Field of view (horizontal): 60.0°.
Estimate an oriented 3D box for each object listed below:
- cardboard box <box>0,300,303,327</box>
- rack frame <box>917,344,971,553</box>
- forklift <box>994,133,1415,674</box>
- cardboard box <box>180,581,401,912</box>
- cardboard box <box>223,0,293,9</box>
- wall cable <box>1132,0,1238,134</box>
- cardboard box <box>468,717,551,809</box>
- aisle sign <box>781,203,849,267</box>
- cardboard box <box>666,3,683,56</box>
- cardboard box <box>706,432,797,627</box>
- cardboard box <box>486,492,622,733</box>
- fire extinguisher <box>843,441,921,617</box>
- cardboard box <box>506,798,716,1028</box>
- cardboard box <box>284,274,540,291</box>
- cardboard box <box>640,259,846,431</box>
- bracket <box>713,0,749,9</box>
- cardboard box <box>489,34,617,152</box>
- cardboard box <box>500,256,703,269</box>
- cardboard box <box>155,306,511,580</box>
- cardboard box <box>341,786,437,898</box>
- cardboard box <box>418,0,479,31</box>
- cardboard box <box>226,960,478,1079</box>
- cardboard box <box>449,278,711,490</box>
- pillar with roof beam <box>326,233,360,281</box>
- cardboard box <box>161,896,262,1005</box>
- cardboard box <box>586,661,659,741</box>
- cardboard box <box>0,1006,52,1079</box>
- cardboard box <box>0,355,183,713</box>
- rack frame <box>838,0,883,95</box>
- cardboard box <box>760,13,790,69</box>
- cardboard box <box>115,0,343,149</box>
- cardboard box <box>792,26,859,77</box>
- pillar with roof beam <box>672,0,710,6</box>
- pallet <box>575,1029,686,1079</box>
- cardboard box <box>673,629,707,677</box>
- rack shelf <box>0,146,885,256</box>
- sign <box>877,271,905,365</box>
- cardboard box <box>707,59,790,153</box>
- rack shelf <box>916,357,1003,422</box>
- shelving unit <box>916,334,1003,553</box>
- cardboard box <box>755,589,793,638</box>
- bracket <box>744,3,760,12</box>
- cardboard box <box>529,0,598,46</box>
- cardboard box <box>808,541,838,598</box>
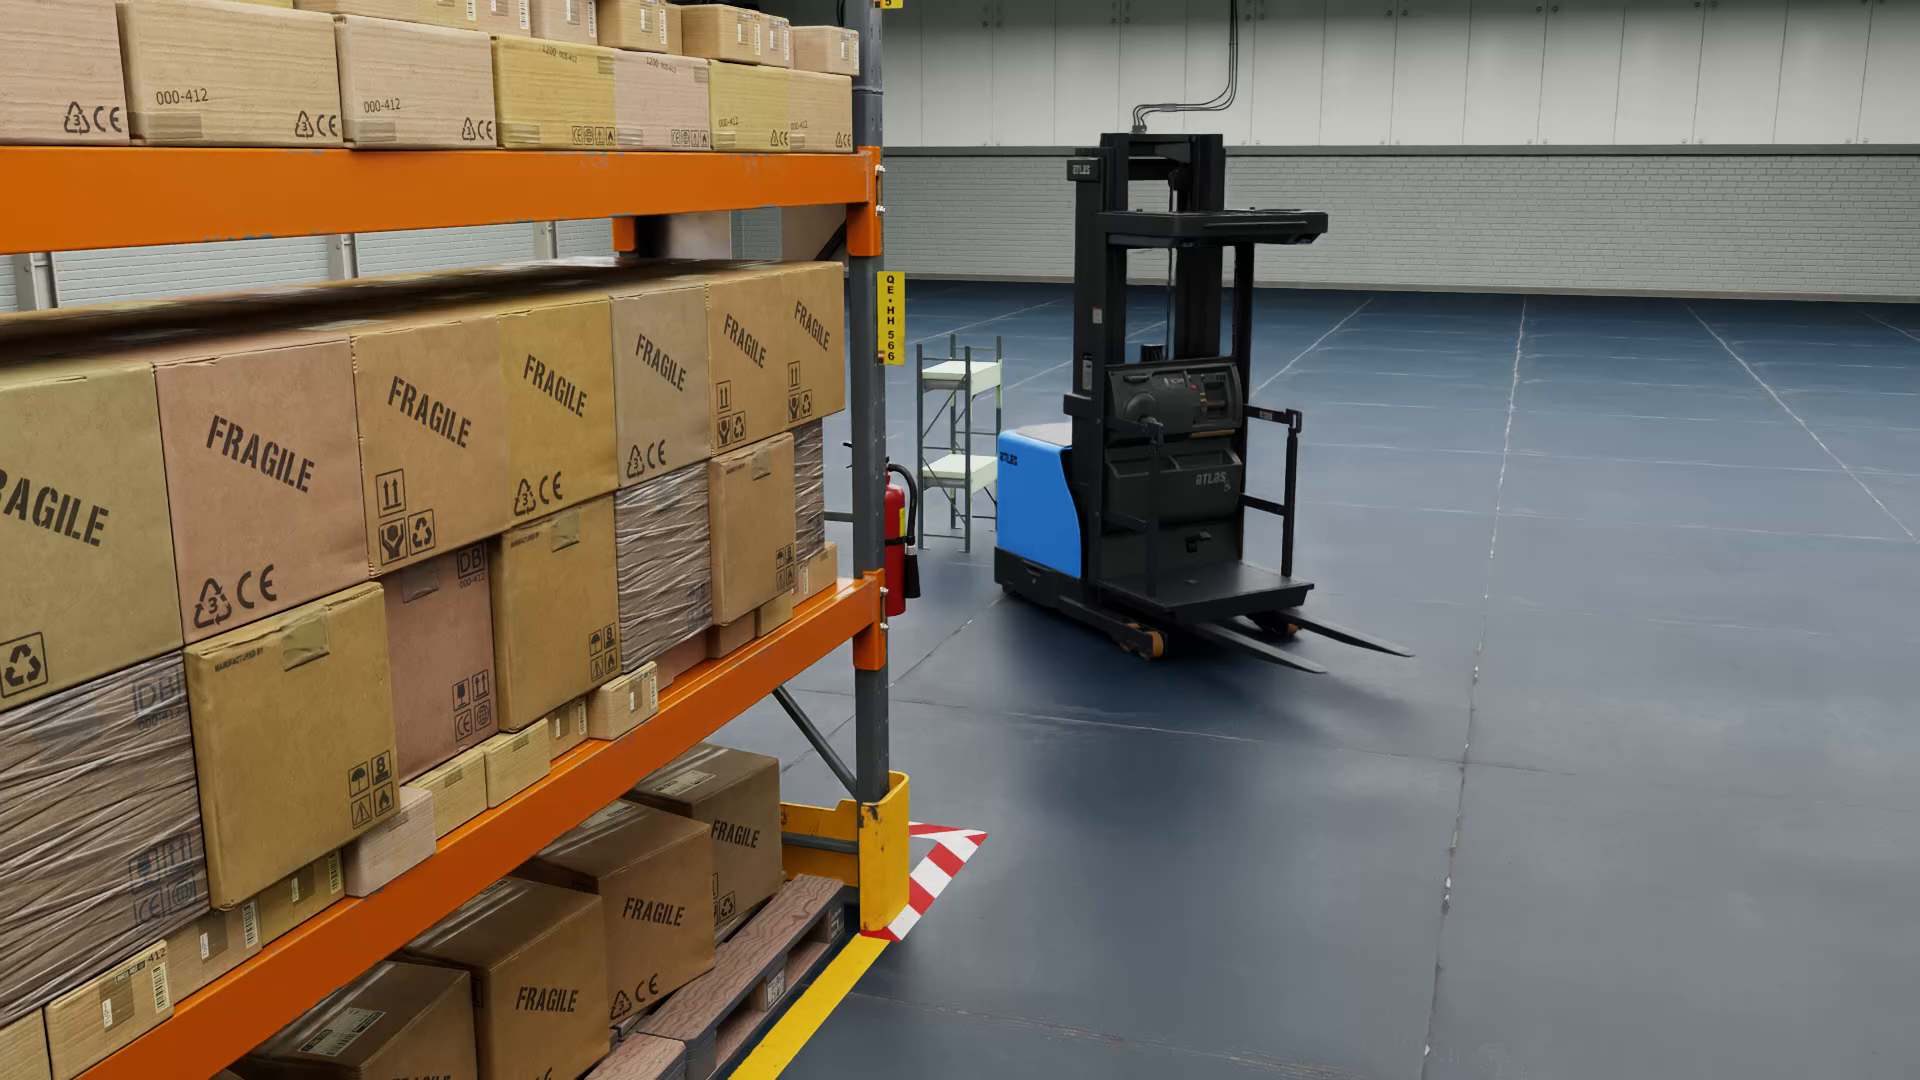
[{"bbox_3d":[-1.847,-0.270,3.789,0.500,0.500,0.500,4,14,18],"label":"cardboard box"},{"bbox_3d":[-0.116,-0.656,11.990,0.400,1.500,0.023,4,14,18],"label":"rack frame"},{"bbox_3d":[1.387,-0.861,9.673,1.130,2.935,3.031,-7,15,-29],"label":"forklift"},{"bbox_3d":[-1.656,0.350,3.321,0.875,0.500,0.500,4,14,18],"label":"cardboard box"},{"bbox_3d":[-1.490,-1.065,3.112,0.380,0.149,0.250,5,14,20],"label":"cardboard box"},{"bbox_3d":[4.975,-11.832,36.460,2.305,6.003,0.169,4,14,18],"label":"wall cable"},{"bbox_3d":[-1.228,0.519,4.039,0.380,0.149,0.250,4,14,18],"label":"cardboard box"},{"bbox_3d":[-0.457,-1.364,5.883,0.394,0.787,0.004,4,14,18],"label":"aisle sign"},{"bbox_3d":[-0.992,-1.399,4.576,0.380,0.149,0.250,5,14,19],"label":"cardboard box"},{"bbox_3d":[-1.013,-0.072,5.168,0.875,0.500,0.500,4,14,18],"label":"cardboard box"},{"bbox_3d":[-1.389,0.135,4.263,0.875,0.500,0.500,4,14,18],"label":"cardboard box"},{"bbox_3d":[-0.288,-0.059,6.179,0.296,0.674,0.183,4,14,18],"label":"fire extinguisher"},{"bbox_3d":[-1.140,1.167,5.308,0.500,0.500,0.500,9,15,33],"label":"cardboard box"},{"bbox_3d":[-1.526,-0.481,4.712,0.500,0.500,0.500,4,14,18],"label":"cardboard box"},{"bbox_3d":[-0.705,-0.653,5.469,0.500,0.500,0.500,4,14,18],"label":"cardboard box"},{"bbox_3d":[-5.161,-12.527,39.059,0.076,0.066,3.189,4,14,18],"label":"bracket"},{"bbox_3d":[-1.167,-1.056,3.971,0.500,0.250,0.500,4,13,17],"label":"cardboard box"},{"bbox_3d":[-1.197,-0.691,5.633,0.500,0.500,0.500,4,14,18],"label":"cardboard box"},{"bbox_3d":[-1.346,-0.232,3.622,0.500,0.500,0.500,4,14,18],"label":"cardboard box"},{"bbox_3d":[-1.361,0.626,3.568,0.380,0.149,0.250,4,14,18],"label":"cardboard box"},{"bbox_3d":[-1.272,-1.171,3.576,0.380,0.149,0.250,4,13,17],"label":"cardboard box"},{"bbox_3d":[-1.583,1.412,4.236,0.500,0.500,0.500,3,13,13],"label":"cardboard box"},{"bbox_3d":[-1.026,-0.442,4.545,0.500,0.500,0.500,4,14,18],"label":"cardboard box"},{"bbox_3d":[-6.016,-7.499,25.119,9.100,9.000,0.400,4,14,18],"label":"pillar with roof beam"},{"bbox_3d":[-1.553,0.729,3.117,0.380,0.149,0.250,4,14,18],"label":"cardboard box"},{"bbox_3d":[-1.044,0.415,4.493,0.380,0.149,0.250,4,14,18],"label":"cardboard box"},{"bbox_3d":[-1.701,0.835,2.651,0.380,0.149,0.250,4,14,18],"label":"cardboard box"},{"bbox_3d":[-1.669,-0.021,2.699,0.500,0.500,0.500,4,14,18],"label":"cardboard box"},{"bbox_3d":[-0.761,-3.030,5.542,1.000,3.000,0.127,4,14,18],"label":"rack frame"},{"bbox_3d":[-0.735,-1.496,5.004,0.380,0.149,0.250,4,13,16],"label":"cardboard box"},{"bbox_3d":[-1.501,-0.841,3.027,0.500,0.250,0.500,4,14,18],"label":"cardboard box"},{"bbox_3d":[-0.555,-1.608,5.494,0.380,0.149,0.250,4,14,18],"label":"cardboard box"},{"bbox_3d":[-2.134,-10.025,36.189,9.100,9.000,0.548,4,14,18],"label":"pillar with roof beam"},{"bbox_3d":[-1.478,1.694,4.590,1.003,0.211,1.213,4,14,18],"label":"pallet"},{"bbox_3d":[-0.987,0.302,4.989,0.380,0.149,0.250,4,14,18],"label":"cardboard box"},{"bbox_3d":[-1.408,-0.796,4.111,1.077,0.370,4.000,4,14,18],"label":"rack shelf"},{"bbox_3d":[-0.242,-0.780,5.852,0.100,0.325,0.005,4,14,18],"label":"sign"},{"bbox_3d":[-0.835,-1.270,4.906,0.500,0.250,0.500,4,14,19],"label":"cardboard box"},{"bbox_3d":[0.002,-1.113,12.240,0.431,0.370,0.720,4,14,18],"label":"rack shelf"},{"bbox_3d":[0.002,-0.733,12.327,0.431,1.500,0.755,4,14,18],"label":"shelving unit"},{"bbox_3d":[-0.771,0.201,5.432,0.380,0.149,0.250,4,14,18],"label":"cardboard box"},{"bbox_3d":[-4.970,-12.651,39.604,0.235,0.232,0.430,4,14,18],"label":"bracket"},{"bbox_3d":[-1.116,-1.281,4.058,0.380,0.149,0.250,4,13,16],"label":"cardboard box"},{"bbox_3d":[-0.658,0.092,5.910,0.380,0.149,0.250,4,14,18],"label":"cardboard box"}]
